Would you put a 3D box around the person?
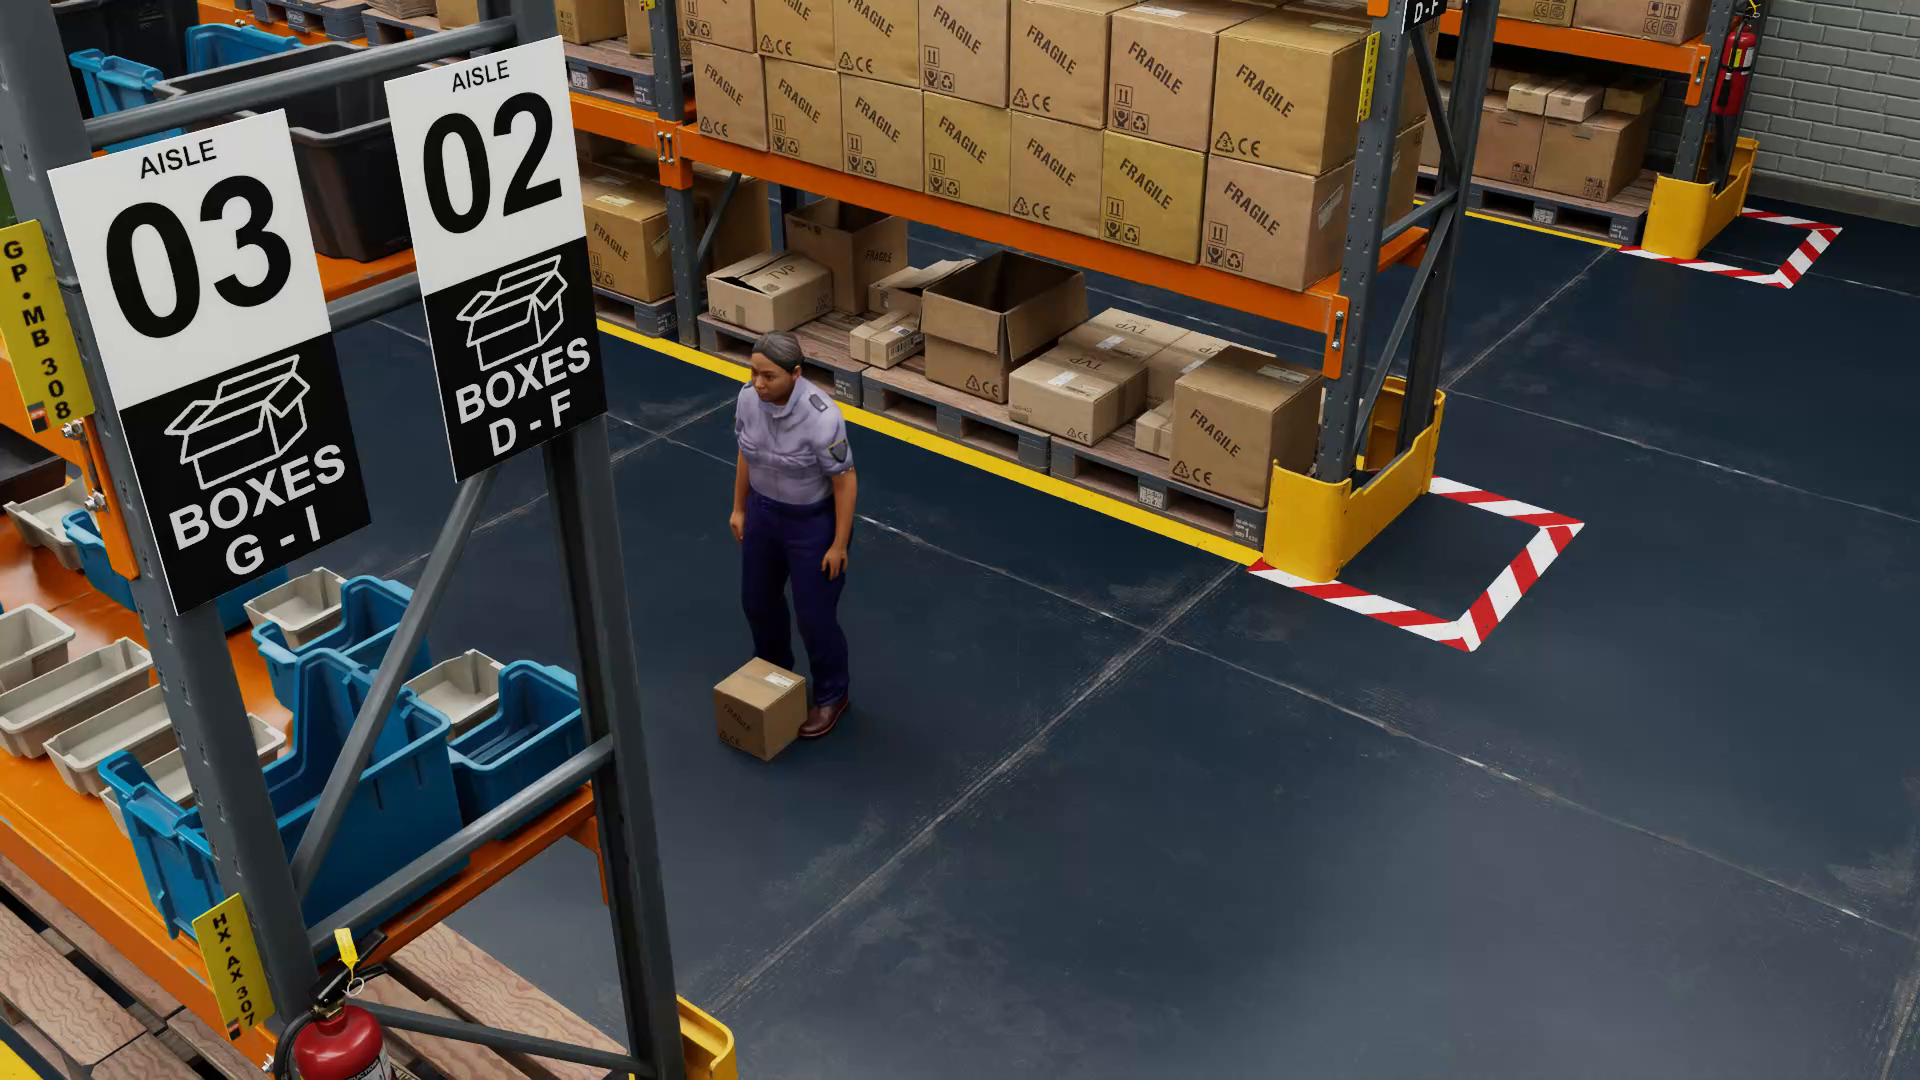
[{"bbox_3d":[-0.631,-0.050,6.222,0.564,1.652,0.364,19,36,29],"label":"person"}]
